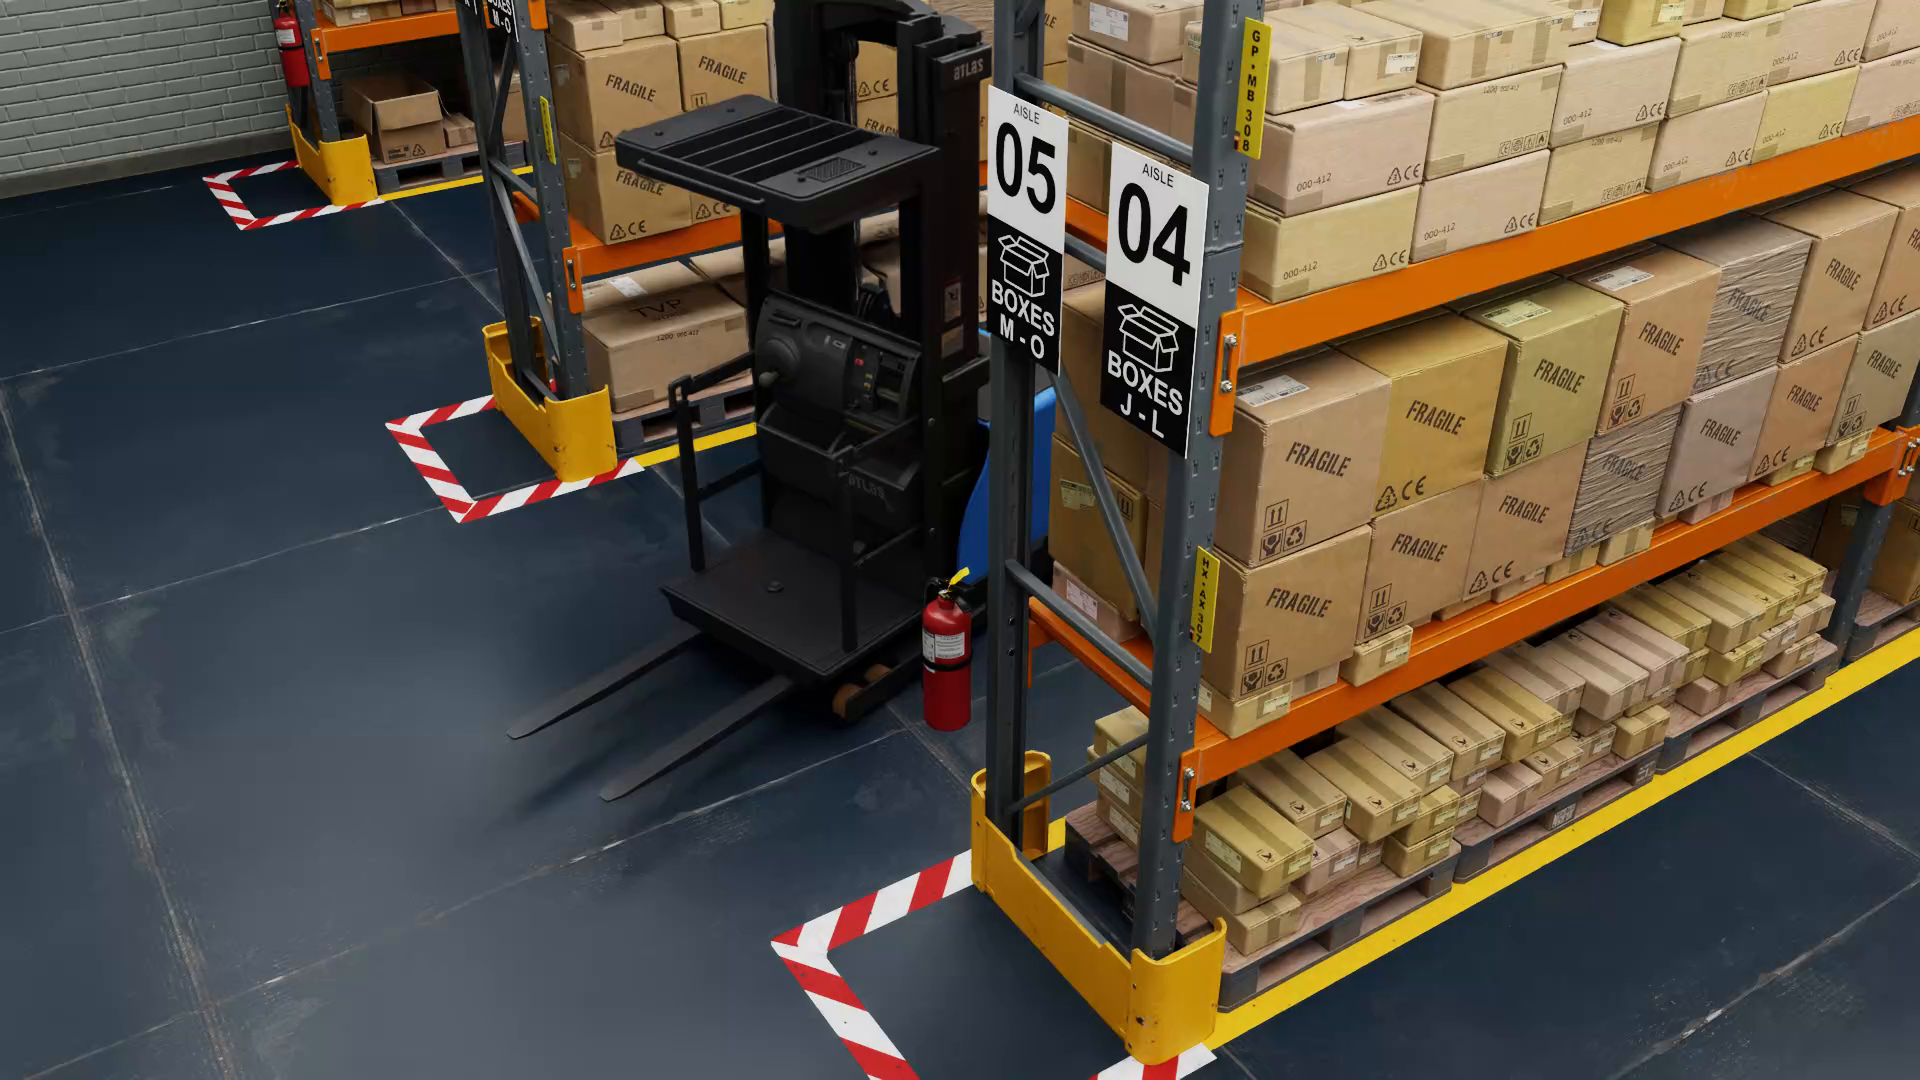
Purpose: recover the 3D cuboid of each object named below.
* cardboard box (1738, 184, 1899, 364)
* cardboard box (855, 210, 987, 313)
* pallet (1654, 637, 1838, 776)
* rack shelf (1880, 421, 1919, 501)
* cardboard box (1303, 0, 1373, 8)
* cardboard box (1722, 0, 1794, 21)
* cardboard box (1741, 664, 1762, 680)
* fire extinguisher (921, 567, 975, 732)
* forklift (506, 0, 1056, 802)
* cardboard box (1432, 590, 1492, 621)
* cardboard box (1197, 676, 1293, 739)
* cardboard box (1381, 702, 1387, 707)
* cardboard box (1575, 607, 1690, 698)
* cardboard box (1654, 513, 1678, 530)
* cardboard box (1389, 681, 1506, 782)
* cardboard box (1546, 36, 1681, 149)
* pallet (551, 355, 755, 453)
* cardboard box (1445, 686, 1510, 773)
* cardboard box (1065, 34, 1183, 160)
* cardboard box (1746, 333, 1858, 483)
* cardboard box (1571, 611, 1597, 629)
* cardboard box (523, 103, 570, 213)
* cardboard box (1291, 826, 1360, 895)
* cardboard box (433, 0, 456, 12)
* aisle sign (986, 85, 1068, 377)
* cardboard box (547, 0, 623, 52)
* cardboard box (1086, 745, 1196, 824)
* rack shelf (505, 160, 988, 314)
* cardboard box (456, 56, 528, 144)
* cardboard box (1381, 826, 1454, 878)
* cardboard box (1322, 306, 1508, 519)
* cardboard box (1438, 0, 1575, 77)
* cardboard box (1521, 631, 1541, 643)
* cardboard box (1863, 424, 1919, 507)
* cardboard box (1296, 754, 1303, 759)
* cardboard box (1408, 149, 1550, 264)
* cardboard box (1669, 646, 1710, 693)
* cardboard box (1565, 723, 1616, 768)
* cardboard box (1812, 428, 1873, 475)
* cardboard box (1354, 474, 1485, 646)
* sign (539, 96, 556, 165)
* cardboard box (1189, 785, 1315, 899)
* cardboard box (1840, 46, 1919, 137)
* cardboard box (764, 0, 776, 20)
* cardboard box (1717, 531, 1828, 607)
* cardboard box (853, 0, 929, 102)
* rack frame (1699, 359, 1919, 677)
[{"bbox_3d":[3.098,-1.040,6.278,0.500,0.500,0.500,-20,37,-29],"label":"cardboard box"},{"bbox_3d":[-0.327,-1.750,10.721,0.875,0.438,0.875,-20,37,-29],"label":"cardboard box"},{"bbox_3d":[3.233,0.531,7.710,1.213,0.211,1.003,-19,37,-27],"label":"pallet"},{"bbox_3d":[5.459,-1.132,8.407,4.000,0.370,1.077,-19,37,-27],"label":"rack shelf"},{"bbox_3d":[1.012,-1.617,4.989,0.250,0.149,0.380,-20,37,-29],"label":"cardboard box"},{"bbox_3d":[2.388,-1.763,5.219,0.250,0.149,0.380,-20,37,-28],"label":"cardboard box"},{"bbox_3d":[3.369,0.474,7.466,0.250,0.149,0.380,-18,36,-26],"label":"cardboard box"},{"bbox_3d":[-0.046,0.354,5.799,0.183,0.674,0.296,-19,37,-27],"label":"fire extinguisher"},{"bbox_3d":[-0.687,-0.731,7.162,1.130,2.935,3.031,24,40,33],"label":"forklift"},{"bbox_3d":[1.697,0.108,6.003,0.250,0.149,0.380,-19,37,-28],"label":"cardboard box"},{"bbox_3d":[0.866,0.458,5.448,0.250,0.149,0.380,-19,37,-28],"label":"cardboard box"},{"bbox_3d":[1.569,0.613,6.966,0.250,0.149,0.380,-18,37,-27],"label":"cardboard box"},{"bbox_3d":[2.783,0.465,6.923,0.250,0.149,0.380,-21,38,-30],"label":"cardboard box"},{"bbox_3d":[2.565,-0.185,6.468,0.250,0.149,0.380,-20,37,-28],"label":"cardboard box"},{"bbox_3d":[1.890,0.742,6.483,0.250,0.149,0.380,-17,36,-25],"label":"cardboard box"},{"bbox_3d":[1.795,-1.421,5.052,0.500,0.250,0.500,-19,37,-27],"label":"cardboard box"},{"bbox_3d":[-1.721,-0.979,10.105,1.213,0.211,1.003,-19,37,-27],"label":"pallet"},{"bbox_3d":[2.065,0.758,6.736,0.250,0.149,0.380,-17,36,-25],"label":"cardboard box"},{"bbox_3d":[0.665,-1.366,4.964,0.500,0.250,0.500,-20,37,-29],"label":"cardboard box"},{"bbox_3d":[3.087,-0.610,6.533,0.500,0.500,0.500,-20,37,-29],"label":"cardboard box"},{"bbox_3d":[2.722,0.282,7.491,0.250,0.149,0.380,-21,38,-30],"label":"cardboard box"},{"bbox_3d":[-2.089,-2.193,9.321,0.500,0.500,0.500,-19,37,-27],"label":"cardboard box"},{"bbox_3d":[1.256,1.110,6.178,0.250,0.149,0.380,-19,37,-27],"label":"cardboard box"},{"bbox_3d":[-3.982,-4.214,12.855,0.250,0.149,0.380,-18,36,-26],"label":"cardboard box"},{"bbox_3d":[0.192,-0.915,4.952,0.004,0.787,0.394,-19,37,-27],"label":"aisle sign"},{"bbox_3d":[-1.903,-2.610,8.438,0.250,0.149,0.380,-18,37,-26],"label":"cardboard box"},{"bbox_3d":[0.705,0.920,6.480,0.250,0.149,0.380,-20,37,-29],"label":"cardboard box"},{"bbox_3d":[-0.670,-2.166,10.047,4.000,0.370,1.077,-19,37,-27],"label":"rack shelf"},{"bbox_3d":[-3.738,-3.602,13.597,0.500,0.500,0.700,-17,36,-25],"label":"cardboard box"},{"bbox_3d":[1.685,1.106,6.463,0.250,0.149,0.380,-18,37,-27],"label":"cardboard box"},{"bbox_3d":[1.358,-0.452,5.346,0.500,0.500,0.500,-18,36,-26],"label":"cardboard box"},{"bbox_3d":[1.508,-1.460,4.740,0.250,0.149,0.380,-18,37,-27],"label":"cardboard box"},{"bbox_3d":[2.277,0.312,7.165,0.250,0.149,0.380,-21,38,-29],"label":"cardboard box"},{"bbox_3d":[4.542,-0.391,7.804,0.500,0.250,0.500,-21,38,-29],"label":"cardboard box"},{"bbox_3d":[1.376,0.846,6.876,0.250,0.149,0.380,-19,37,-27],"label":"cardboard box"},{"bbox_3d":[1.377,-1.073,4.968,0.500,0.250,0.500,-18,36,-26],"label":"cardboard box"},{"bbox_3d":[2.985,0.475,7.184,0.250,0.149,0.380,-19,37,-27],"label":"cardboard box"},{"bbox_3d":[2.507,0.781,6.979,0.250,0.149,0.380,-18,37,-26],"label":"cardboard box"},{"bbox_3d":[3.507,-0.441,6.873,0.250,0.149,0.380,-20,37,-28],"label":"cardboard box"},{"bbox_3d":[1.379,-0.042,5.633,0.500,0.500,0.500,-19,37,-27],"label":"cardboard box"},{"bbox_3d":[-2.055,-2.041,8.289,0.005,0.325,0.100,-19,37,-27],"label":"sign"},{"bbox_3d":[1.040,1.076,5.954,0.250,0.149,0.380,-21,38,-29],"label":"cardboard box"},{"bbox_3d":[3.086,-1.661,5.901,0.500,0.250,0.500,-19,37,-27],"label":"cardboard box"},{"bbox_3d":[-1.037,-2.926,8.937,0.250,0.149,0.380,-19,37,-27],"label":"cardboard box"},{"bbox_3d":[3.620,0.138,7.441,0.250,0.149,0.380,-18,36,-26],"label":"cardboard box"},{"bbox_3d":[-0.515,-2.818,9.375,0.500,0.500,0.500,-19,37,-27],"label":"cardboard box"},{"bbox_3d":[3.778,-0.858,7.299,0.127,3.000,1.000,-19,37,-27],"label":"rack frame"}]
